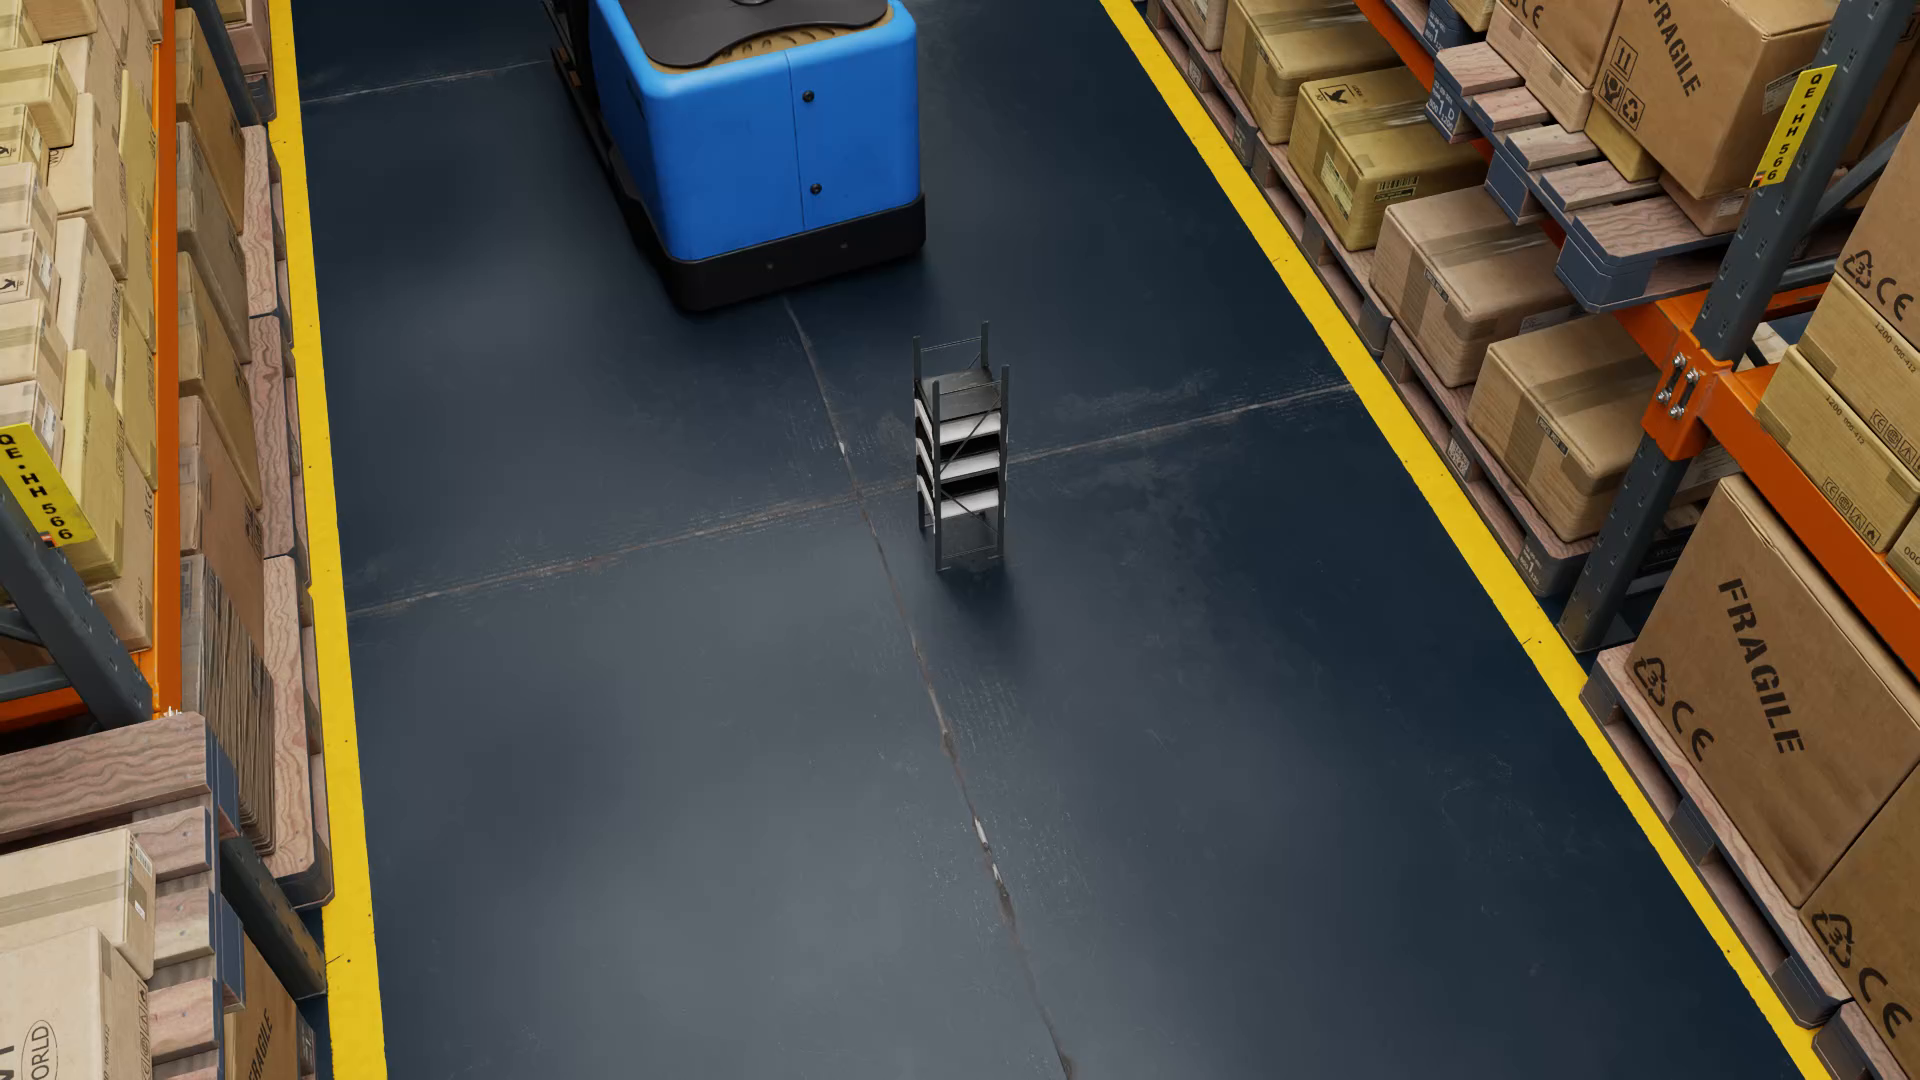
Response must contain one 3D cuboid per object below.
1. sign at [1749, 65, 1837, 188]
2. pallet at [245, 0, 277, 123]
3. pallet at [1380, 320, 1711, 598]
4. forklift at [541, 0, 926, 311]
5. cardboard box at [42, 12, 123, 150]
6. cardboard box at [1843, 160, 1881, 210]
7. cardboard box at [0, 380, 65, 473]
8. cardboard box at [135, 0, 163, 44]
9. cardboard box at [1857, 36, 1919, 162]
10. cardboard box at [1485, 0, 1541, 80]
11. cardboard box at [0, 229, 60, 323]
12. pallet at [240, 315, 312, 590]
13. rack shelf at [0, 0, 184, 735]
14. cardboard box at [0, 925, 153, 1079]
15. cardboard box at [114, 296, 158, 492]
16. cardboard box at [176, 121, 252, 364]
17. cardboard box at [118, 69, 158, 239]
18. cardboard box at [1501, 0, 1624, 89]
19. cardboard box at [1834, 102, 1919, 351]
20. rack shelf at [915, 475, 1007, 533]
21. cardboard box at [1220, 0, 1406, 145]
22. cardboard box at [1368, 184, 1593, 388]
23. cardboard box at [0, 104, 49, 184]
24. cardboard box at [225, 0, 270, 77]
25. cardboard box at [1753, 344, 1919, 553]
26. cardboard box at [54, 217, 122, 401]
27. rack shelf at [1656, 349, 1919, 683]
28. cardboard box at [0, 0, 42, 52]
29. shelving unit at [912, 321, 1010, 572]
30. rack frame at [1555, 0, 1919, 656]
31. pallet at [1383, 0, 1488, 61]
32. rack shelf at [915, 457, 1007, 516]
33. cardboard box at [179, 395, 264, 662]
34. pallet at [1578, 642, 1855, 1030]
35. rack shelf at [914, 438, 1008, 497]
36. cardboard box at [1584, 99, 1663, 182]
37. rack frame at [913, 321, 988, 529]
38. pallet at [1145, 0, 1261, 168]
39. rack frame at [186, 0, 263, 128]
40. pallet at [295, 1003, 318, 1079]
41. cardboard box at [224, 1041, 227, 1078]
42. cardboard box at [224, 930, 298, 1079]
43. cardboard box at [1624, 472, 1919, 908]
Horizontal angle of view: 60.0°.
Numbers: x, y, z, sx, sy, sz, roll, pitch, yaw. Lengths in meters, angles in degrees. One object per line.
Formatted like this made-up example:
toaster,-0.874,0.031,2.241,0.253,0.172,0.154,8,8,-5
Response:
sign,1.952,-0.965,3.896,0.100,0.325,0.005,-13,51,-11
pallet,-3.651,-2.235,7.496,1.003,0.211,1.213,-13,51,-11
pallet,2.238,-0.419,5.965,1.003,0.211,1.213,-13,51,-11
forklift,-1.178,-2.975,6.341,1.130,2.935,3.031,-18,52,-15
cardboard box,-2.631,-1.233,4.599,0.500,0.250,0.500,-13,51,-10
cardboard box,2.549,-1.080,4.589,0.380,0.149,0.250,-16,52,-13
cardboard box,-2.086,-0.162,3.435,0.380,0.149,0.250,-12,51,-10
cardboard box,-2.903,-1.820,5.420,0.500,0.250,0.500,-14,51,-11
cardboard box,2.555,-1.391,4.426,0.500,0.500,0.500,-15,51,-12
cardboard box,1.813,-1.526,4.964,0.380,0.149,0.250,-16,52,-13
cardboard box,-2.267,-0.539,3.753,0.380,0.149,0.250,-12,51,-10
pallet,-2.836,-0.222,5.799,1.003,0.211,1.213,-13,51,-11
rack shelf,-2.865,-0.850,4.976,1.077,0.370,4.000,-13,51,-11
cardboard box,-1.652,0.989,2.778,0.500,0.250,0.500,-15,52,-13
cardboard box,-2.315,-0.321,4.157,0.500,0.250,0.500,-14,51,-12
cardboard box,-3.069,-0.966,5.881,0.875,0.625,0.625,-14,51,-11
cardboard box,-2.626,-1.075,4.792,0.500,0.250,0.500,-12,51,-10
cardboard box,1.904,-1.654,4.648,0.500,0.500,0.500,-14,51,-12
cardboard box,2.380,-0.686,3.647,0.500,0.500,0.500,-15,51,-12
rack shelf,0.002,-0.147,5.564,0.258,0.077,0.200,-13,51,-11
cardboard box,1.658,-2.050,6.960,0.950,0.372,0.625,-10,51,-9
cardboard box,2.084,-0.987,6.064,0.950,0.372,0.625,-14,51,-12
cardboard box,-2.459,-0.904,4.060,0.380,0.149,0.250,-13,51,-11
cardboard box,-3.283,-2.220,7.184,0.500,0.250,0.500,-13,51,-11
cardboard box,2.372,-0.284,4.126,0.500,0.250,0.500,-14,51,-12
cardboard box,-2.318,-0.480,3.964,0.500,0.250,0.500,-12,51,-10
rack shelf,3.059,0.946,3.461,1.077,0.370,4.000,-13,51,-11
cardboard box,-2.647,-1.271,4.370,0.380,0.149,0.250,-13,51,-11
shelving unit,0.002,-0.284,5.401,0.258,0.900,0.210,-13,51,-11
rack frame,2.467,-0.747,4.418,1.000,3.000,0.127,-13,51,-11
pallet,1.843,-2.121,5.702,1.003,0.211,1.213,-13,51,-11
rack shelf,0.002,-0.205,5.495,0.258,0.077,0.200,-13,51,-11
cardboard box,-2.645,0.074,5.004,0.875,0.625,0.625,-12,51,-10
pallet,2.629,0.745,4.984,1.003,0.211,1.213,-13,51,-11
rack shelf,0.002,-0.263,5.426,0.258,0.077,0.200,-13,51,-11
cardboard box,1.997,-1.167,4.661,0.380,0.149,0.250,-13,51,-10
rack frame,-0.028,-0.358,5.464,0.240,0.900,0.006,-13,51,-11
pallet,1.516,-2.201,7.467,1.003,0.211,1.213,-13,51,-11
rack frame,-3.456,-2.543,5.932,1.000,3.000,0.127,-13,51,-11
pallet,-2.088,1.831,4.068,1.003,0.211,1.213,-13,51,-11
cardboard box,-1.885,1.143,3.760,0.380,0.149,0.250,-16,52,-13
cardboard box,-1.943,1.309,4.045,0.500,0.500,0.500,-12,51,-10
cardboard box,2.592,0.326,4.628,0.875,0.875,0.875,-14,51,-11
